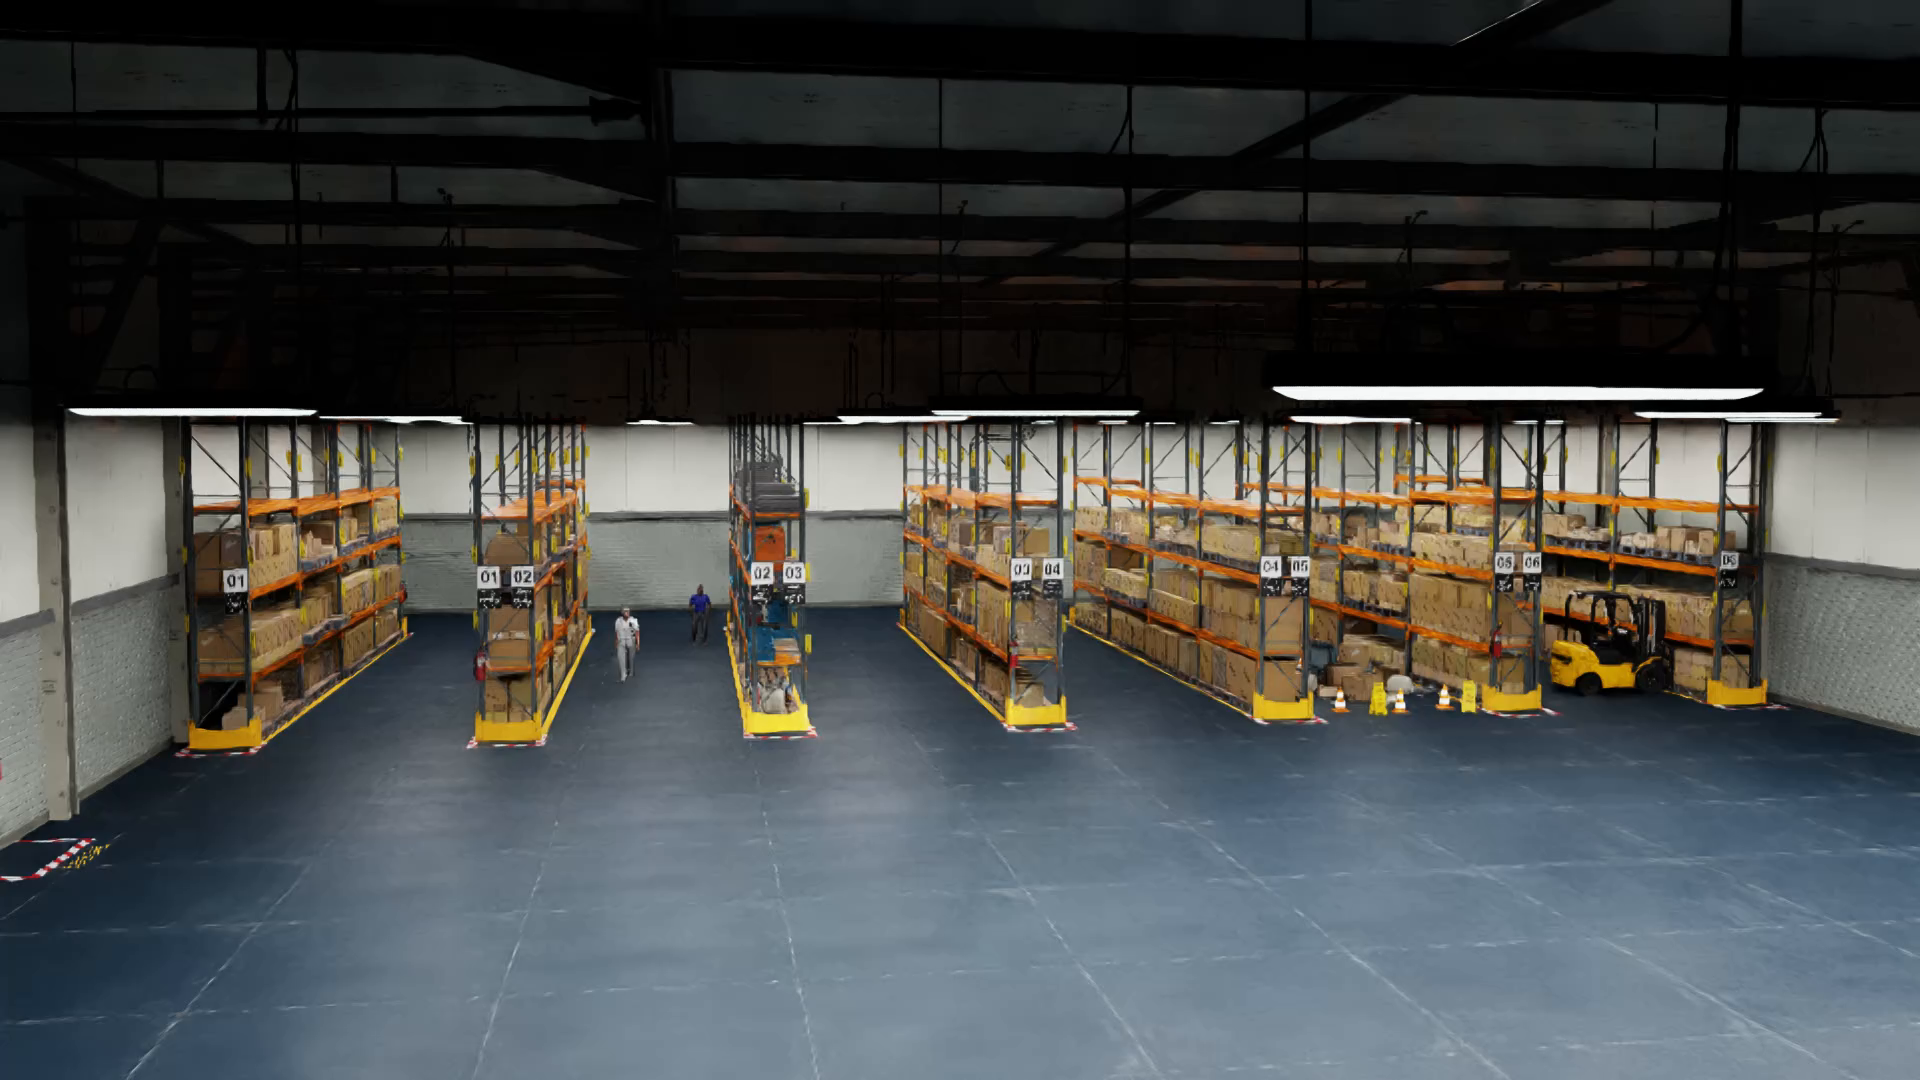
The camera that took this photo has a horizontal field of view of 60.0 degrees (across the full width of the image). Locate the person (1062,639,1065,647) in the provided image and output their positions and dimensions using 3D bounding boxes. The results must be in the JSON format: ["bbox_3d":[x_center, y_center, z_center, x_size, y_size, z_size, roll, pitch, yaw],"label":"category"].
[{"bbox_3d":[2.473,2.026,43.314,0.417,1.478,1.036,0,4,-6],"label":"person"}]

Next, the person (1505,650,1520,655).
[{"bbox_3d":[12.298,2.280,37.304,0.636,1.775,0.677,2,4,23],"label":"person"}]

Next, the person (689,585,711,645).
[{"bbox_3d":[-6.823,1.963,43.646,0.593,1.603,0.515,-1,4,-11],"label":"person"}]

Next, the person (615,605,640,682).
[{"bbox_3d":[-7.494,2.313,37.477,0.554,1.712,1.031,-1,4,-11],"label":"person"}]
